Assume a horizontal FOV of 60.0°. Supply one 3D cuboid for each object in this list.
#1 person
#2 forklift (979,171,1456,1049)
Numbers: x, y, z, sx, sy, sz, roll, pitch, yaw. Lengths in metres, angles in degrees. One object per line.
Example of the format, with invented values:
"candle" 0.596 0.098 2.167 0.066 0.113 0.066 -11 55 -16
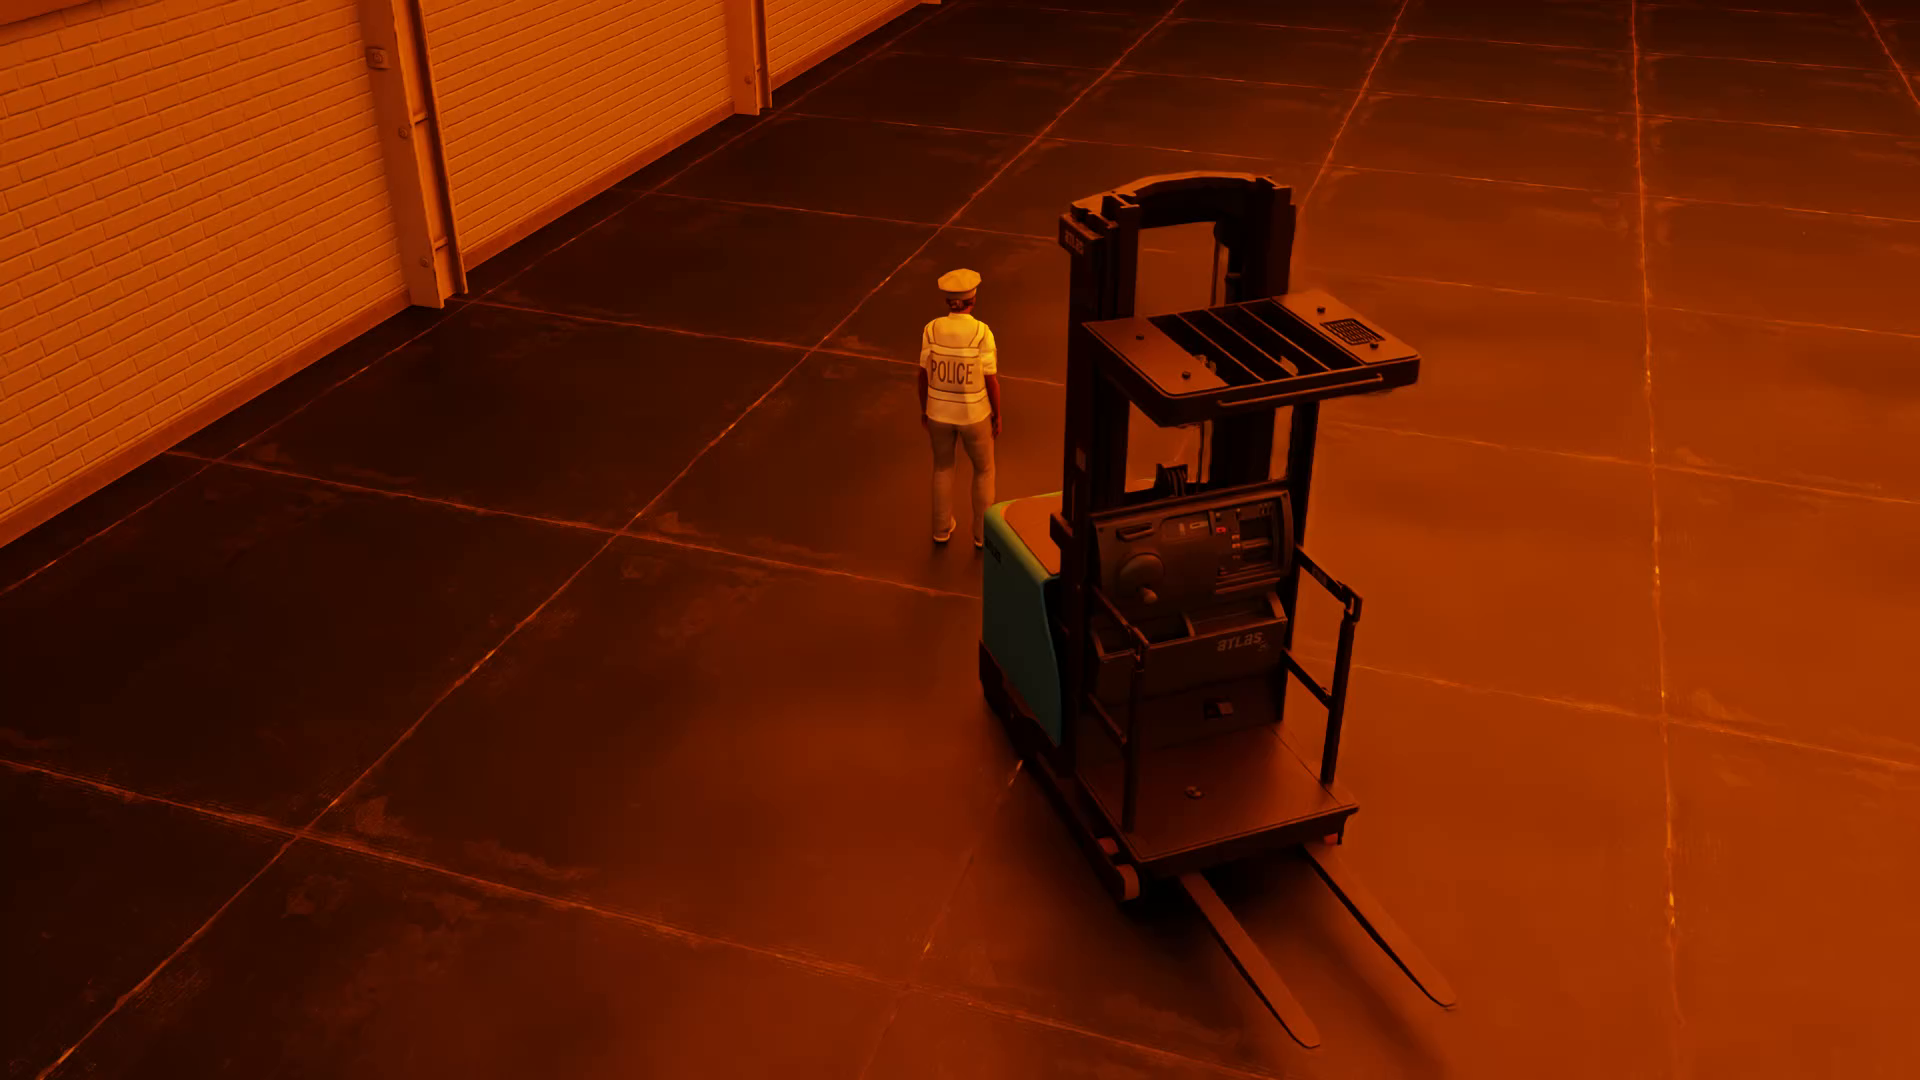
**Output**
"person" 0.012 -0.736 9.716 0.513 1.657 0.393 9 31 15
"forklift" 1.093 0.081 6.995 1.130 2.935 3.031 -11 31 -18
